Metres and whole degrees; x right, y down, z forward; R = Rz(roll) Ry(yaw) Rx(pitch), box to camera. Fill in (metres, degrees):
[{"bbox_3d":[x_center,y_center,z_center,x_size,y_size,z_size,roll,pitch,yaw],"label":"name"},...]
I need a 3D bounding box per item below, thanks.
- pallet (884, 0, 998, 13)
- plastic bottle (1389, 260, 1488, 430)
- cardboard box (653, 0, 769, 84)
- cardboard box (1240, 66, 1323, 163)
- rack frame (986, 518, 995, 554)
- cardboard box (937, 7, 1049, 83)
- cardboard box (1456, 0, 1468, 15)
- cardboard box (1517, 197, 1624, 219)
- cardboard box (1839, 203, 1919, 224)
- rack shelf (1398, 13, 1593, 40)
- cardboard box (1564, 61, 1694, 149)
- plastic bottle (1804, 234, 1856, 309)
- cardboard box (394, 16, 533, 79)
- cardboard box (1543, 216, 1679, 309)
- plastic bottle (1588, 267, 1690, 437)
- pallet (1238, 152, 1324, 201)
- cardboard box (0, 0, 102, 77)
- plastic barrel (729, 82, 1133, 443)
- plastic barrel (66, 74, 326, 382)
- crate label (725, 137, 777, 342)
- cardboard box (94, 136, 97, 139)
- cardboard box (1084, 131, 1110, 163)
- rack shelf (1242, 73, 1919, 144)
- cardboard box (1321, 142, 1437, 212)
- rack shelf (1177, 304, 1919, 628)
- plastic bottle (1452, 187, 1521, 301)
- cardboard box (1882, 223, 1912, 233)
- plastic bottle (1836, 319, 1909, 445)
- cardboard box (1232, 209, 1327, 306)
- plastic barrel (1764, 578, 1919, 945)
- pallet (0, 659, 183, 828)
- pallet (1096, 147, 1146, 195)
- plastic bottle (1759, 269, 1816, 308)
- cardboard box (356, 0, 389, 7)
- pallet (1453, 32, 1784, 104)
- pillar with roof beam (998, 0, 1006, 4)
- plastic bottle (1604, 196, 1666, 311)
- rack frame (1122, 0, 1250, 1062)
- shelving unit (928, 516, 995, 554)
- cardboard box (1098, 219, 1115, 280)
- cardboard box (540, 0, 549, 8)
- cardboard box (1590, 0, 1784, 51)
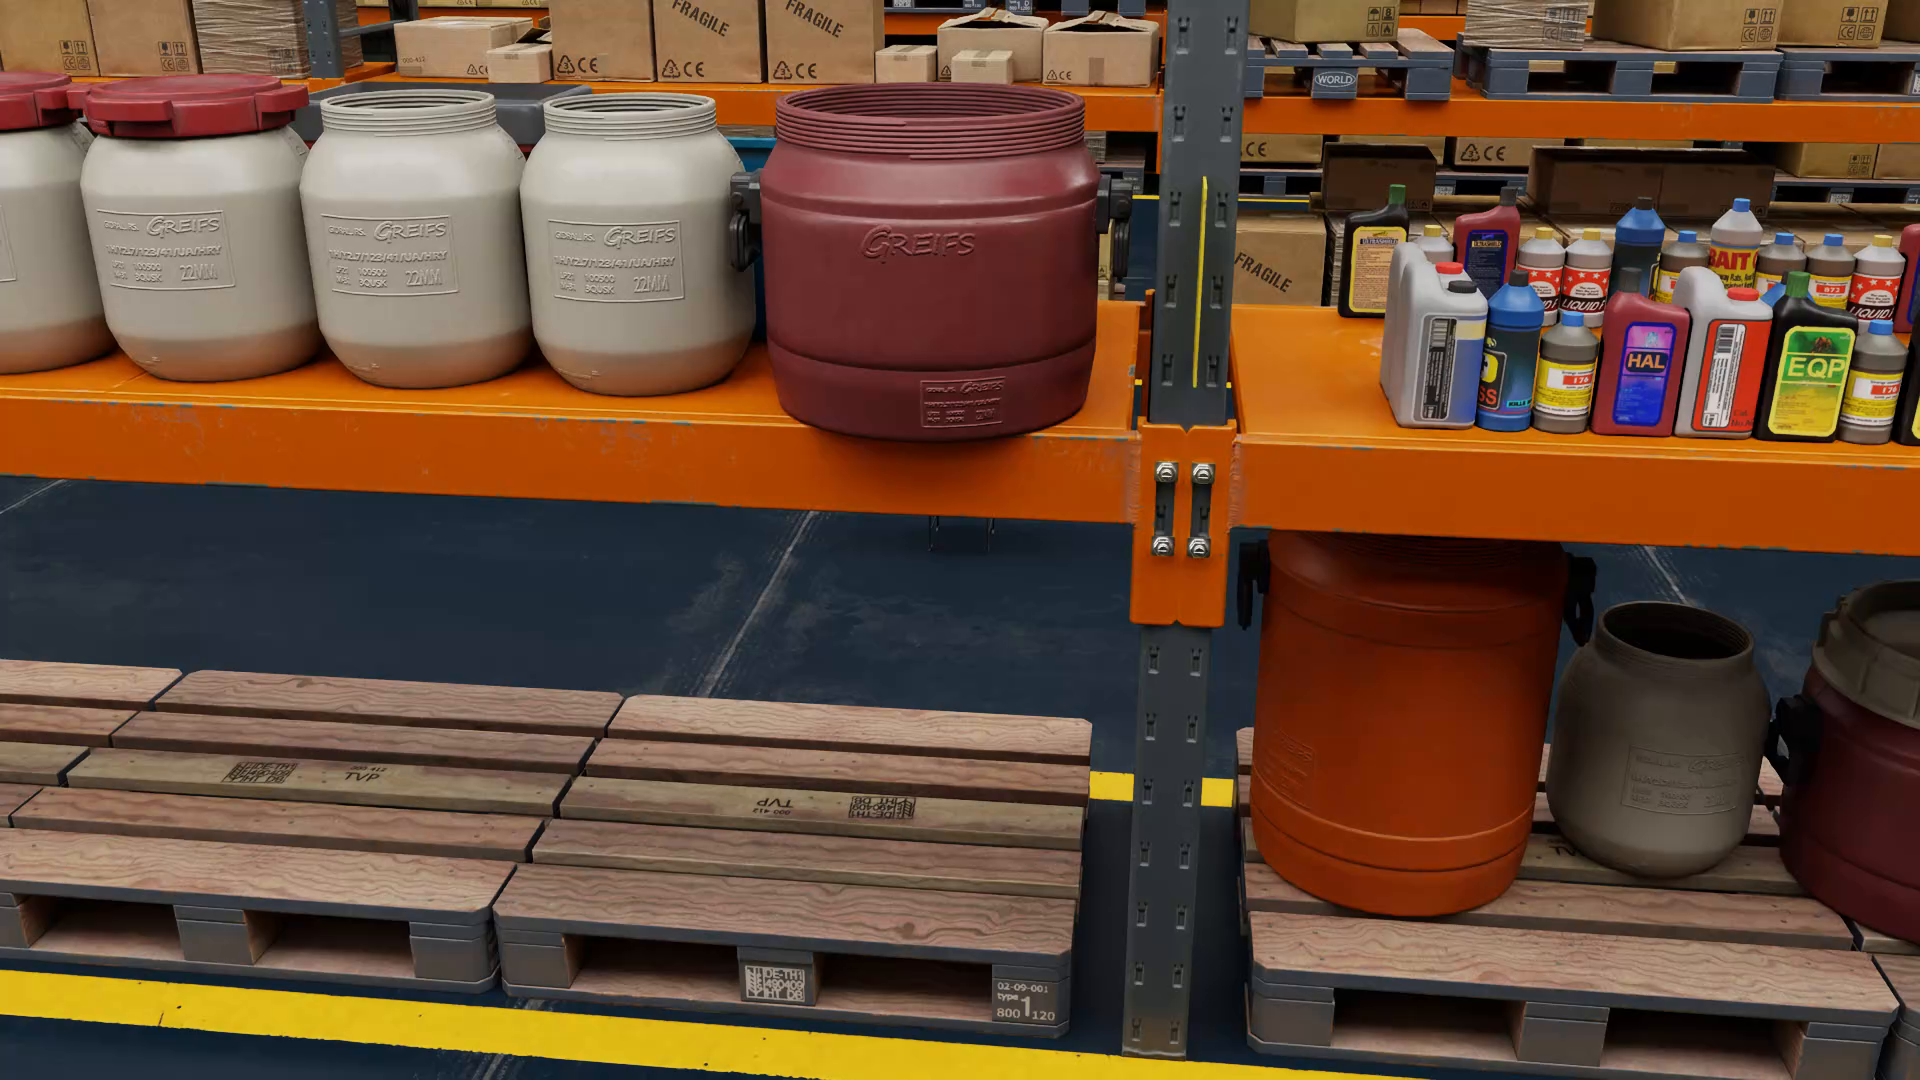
[{"bbox_3d":[-0.359,-4.140,12.591,1.213,0.211,1.003,2,22,6],"label":"pallet"},{"bbox_3d":[0.837,-0.347,2.905,0.135,0.276,0.152,2,22,6],"label":"plastic bottle"},{"bbox_3d":[-1.159,-2.485,8.010,0.500,0.500,0.500,3,22,6],"label":"cardboard box"},{"bbox_3d":[2.326,-3.274,12.494,0.750,0.750,0.750,2,22,6],"label":"cardboard box"},{"bbox_3d":[0.109,-0.414,5.762,0.006,0.900,0.240,2,22,6],"label":"rack frame"},{"bbox_3d":[0.167,-2.417,8.095,0.500,0.311,0.500,2,22,6],"label":"cardboard box"},{"bbox_3d":[3.695,-3.875,11.977,0.250,0.149,0.380,3,22,8],"label":"cardboard box"},{"bbox_3d":[3.024,-1.394,8.187,0.500,0.500,0.500,2,22,4],"label":"cardboard box"},{"bbox_3d":[4.552,-1.328,8.021,0.500,0.500,0.500,2,22,4],"label":"cardboard box"},{"bbox_3d":[3.597,-3.737,12.291,4.000,0.370,1.077,2,22,6],"label":"rack shelf"},{"bbox_3d":[4.923,-3.161,12.209,0.750,0.750,0.750,3,22,7],"label":"cardboard box"},{"bbox_3d":[1.819,-0.540,3.496,0.097,0.201,0.097,0,22,0],"label":"plastic bottle"},{"bbox_3d":[-2.446,-2.447,8.254,0.500,0.250,0.500,4,22,10],"label":"cardboard box"},{"bbox_3d":[2.987,-1.203,7.703,0.500,0.500,0.500,2,22,4],"label":"cardboard box"},{"bbox_3d":[1.158,-0.319,2.826,0.133,0.283,0.061,2,22,6],"label":"plastic bottle"},{"bbox_3d":[2.385,-2.800,12.734,1.213,0.211,1.003,2,22,6],"label":"pallet"},{"bbox_3d":[-4.404,-2.629,8.375,0.500,0.500,0.700,3,22,7],"label":"cardboard box"},{"bbox_3d":[-0.051,-0.514,2.974,0.708,0.536,0.600,2,22,6],"label":"plastic barrel"},{"bbox_3d":[-1.444,-0.605,3.206,0.433,0.535,0.433,0,22,0],"label":"plastic barrel"},{"bbox_3d":[-0.510,-0.699,3.580,0.616,0.435,0.502,2,22,6],"label":"crate label"},{"bbox_3d":[-4.419,-1.774,8.496,0.500,0.500,0.500,2,22,6],"label":"cardboard box"},{"bbox_3d":[0.890,-3.212,12.787,0.500,0.500,0.700,3,22,7],"label":"cardboard box"},{"bbox_3d":[3.018,-1.928,7.716,4.000,0.370,1.077,2,22,6],"label":"rack shelf"},{"bbox_3d":[2.045,-1.784,8.155,0.500,0.250,0.500,3,22,8],"label":"cardboard box"},{"bbox_3d":[2.431,-0.120,3.142,4.000,0.370,1.077,2,22,6],"label":"rack shelf"},{"bbox_3d":[1.126,-0.615,3.574,0.133,0.283,0.061,2,22,6],"label":"plastic bottle"},{"bbox_3d":[4.480,-1.135,7.532,0.500,0.500,0.500,2,22,6],"label":"cardboard box"},{"bbox_3d":[1.541,-0.271,2.816,0.097,0.201,0.097,0,22,0],"label":"plastic bottle"},{"bbox_3d":[1.450,-1.267,7.867,0.500,0.500,0.500,3,22,9],"label":"cardboard box"},{"bbox_3d":[2.055,0.449,3.433,0.708,0.588,0.600,2,22,6],"label":"plastic barrel"},{"bbox_3d":[-2.743,0.603,4.129,1.213,0.211,1.003,2,22,6],"label":"pallet"},{"bbox_3d":[0.835,-2.896,12.977,1.213,0.211,1.003,2,22,6],"label":"pallet"},{"bbox_3d":[1.415,-0.332,2.874,0.097,0.271,0.097,0,22,0],"label":"plastic bottle"},{"bbox_3d":[-4.362,-4.243,12.768,0.500,0.250,0.500,3,22,7],"label":"cardboard box"},{"bbox_3d":[2.964,-2.178,7.629,1.213,0.211,1.003,2,22,6],"label":"pallet"},{"bbox_3d":[-0.085,-5.748,8.240,0.400,9.000,9.100,2,22,6],"label":"pillar with roof beam"},{"bbox_3d":[1.432,-0.589,3.526,0.097,0.271,0.097,0,22,0],"label":"plastic bottle"},{"bbox_3d":[0.445,-0.541,3.228,0.127,3.000,1.000,2,22,6],"label":"rack frame"},{"bbox_3d":[0.008,-0.418,5.773,0.210,0.900,0.258,2,22,6],"label":"shelving unit"},{"bbox_3d":[0.483,-1.459,7.957,0.500,0.311,0.500,3,22,8],"label":"cardboard box"},{"bbox_3d":[-2.867,-4.180,12.611,0.500,0.250,0.500,3,22,6],"label":"cardboard box"},{"bbox_3d":[3.242,-2.472,7.405,0.500,0.500,0.700,-3,22,-7],"label":"cardboard box"}]
